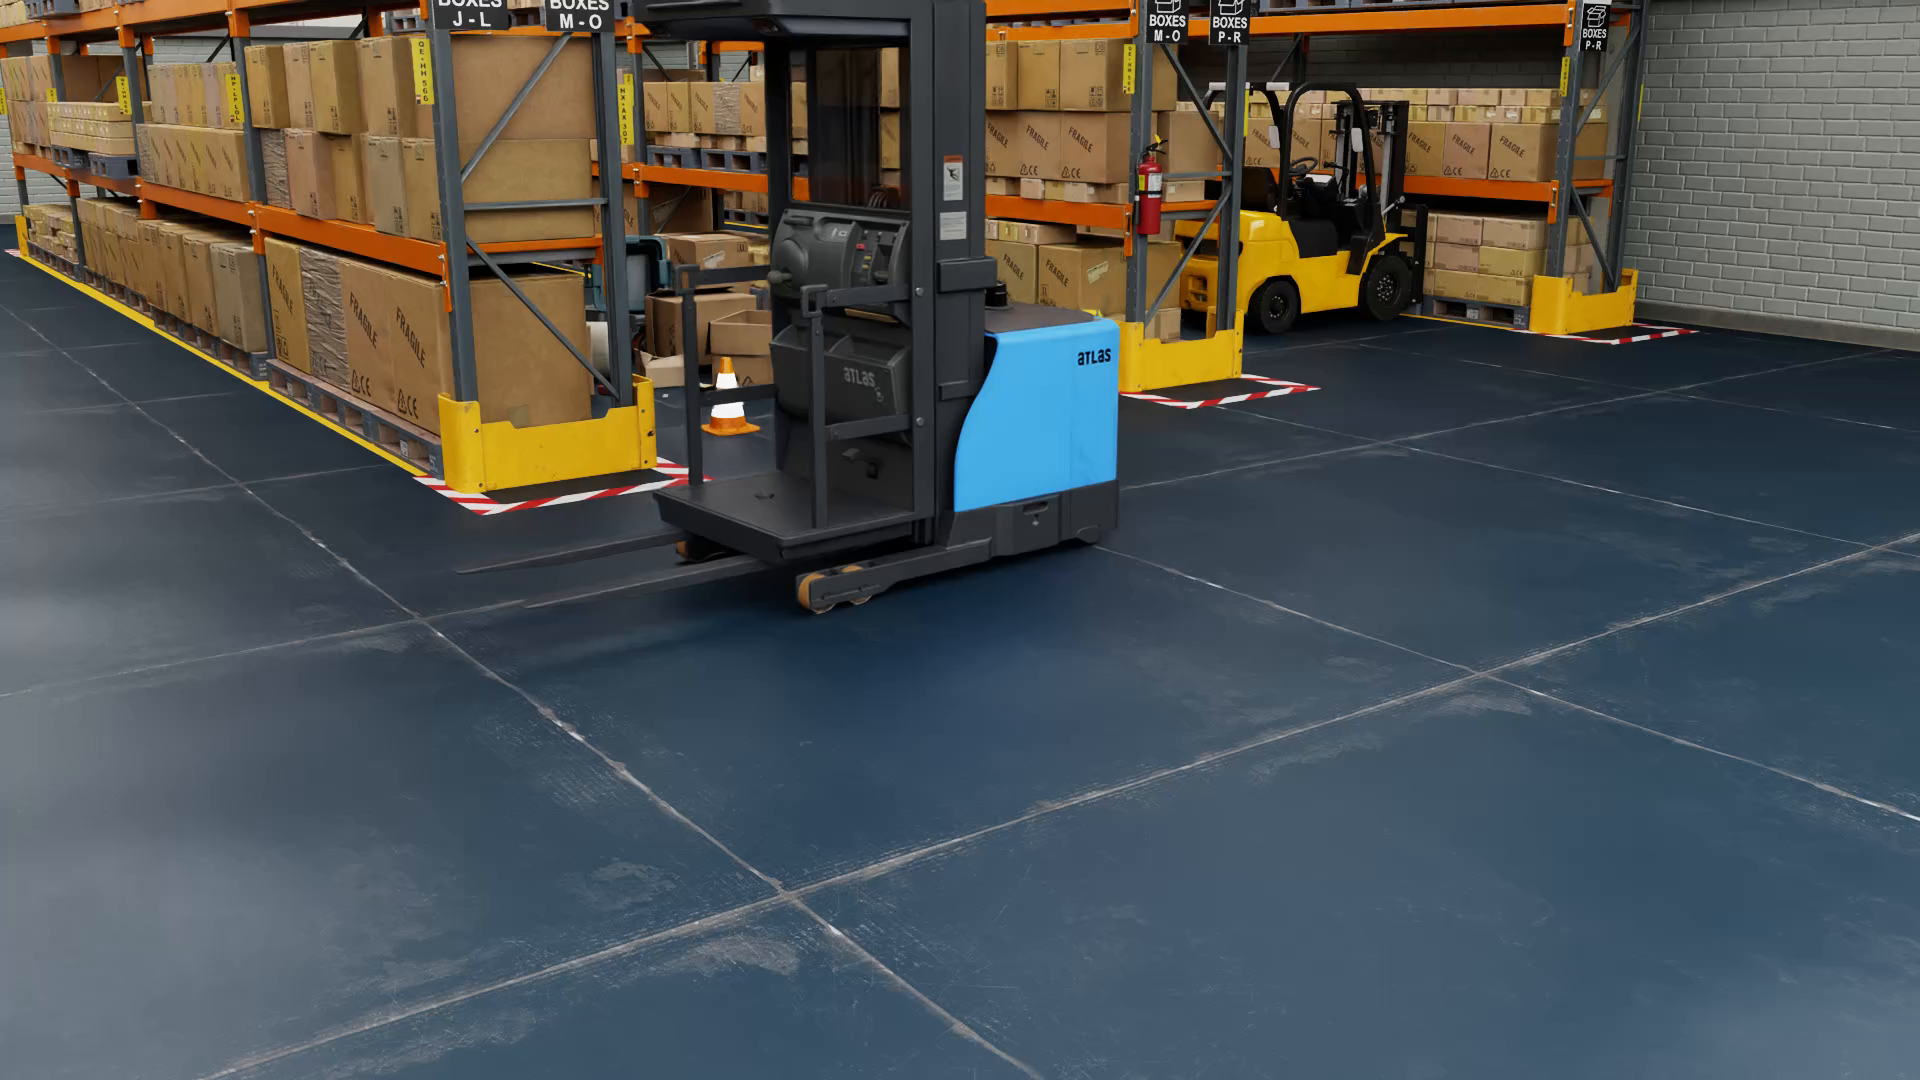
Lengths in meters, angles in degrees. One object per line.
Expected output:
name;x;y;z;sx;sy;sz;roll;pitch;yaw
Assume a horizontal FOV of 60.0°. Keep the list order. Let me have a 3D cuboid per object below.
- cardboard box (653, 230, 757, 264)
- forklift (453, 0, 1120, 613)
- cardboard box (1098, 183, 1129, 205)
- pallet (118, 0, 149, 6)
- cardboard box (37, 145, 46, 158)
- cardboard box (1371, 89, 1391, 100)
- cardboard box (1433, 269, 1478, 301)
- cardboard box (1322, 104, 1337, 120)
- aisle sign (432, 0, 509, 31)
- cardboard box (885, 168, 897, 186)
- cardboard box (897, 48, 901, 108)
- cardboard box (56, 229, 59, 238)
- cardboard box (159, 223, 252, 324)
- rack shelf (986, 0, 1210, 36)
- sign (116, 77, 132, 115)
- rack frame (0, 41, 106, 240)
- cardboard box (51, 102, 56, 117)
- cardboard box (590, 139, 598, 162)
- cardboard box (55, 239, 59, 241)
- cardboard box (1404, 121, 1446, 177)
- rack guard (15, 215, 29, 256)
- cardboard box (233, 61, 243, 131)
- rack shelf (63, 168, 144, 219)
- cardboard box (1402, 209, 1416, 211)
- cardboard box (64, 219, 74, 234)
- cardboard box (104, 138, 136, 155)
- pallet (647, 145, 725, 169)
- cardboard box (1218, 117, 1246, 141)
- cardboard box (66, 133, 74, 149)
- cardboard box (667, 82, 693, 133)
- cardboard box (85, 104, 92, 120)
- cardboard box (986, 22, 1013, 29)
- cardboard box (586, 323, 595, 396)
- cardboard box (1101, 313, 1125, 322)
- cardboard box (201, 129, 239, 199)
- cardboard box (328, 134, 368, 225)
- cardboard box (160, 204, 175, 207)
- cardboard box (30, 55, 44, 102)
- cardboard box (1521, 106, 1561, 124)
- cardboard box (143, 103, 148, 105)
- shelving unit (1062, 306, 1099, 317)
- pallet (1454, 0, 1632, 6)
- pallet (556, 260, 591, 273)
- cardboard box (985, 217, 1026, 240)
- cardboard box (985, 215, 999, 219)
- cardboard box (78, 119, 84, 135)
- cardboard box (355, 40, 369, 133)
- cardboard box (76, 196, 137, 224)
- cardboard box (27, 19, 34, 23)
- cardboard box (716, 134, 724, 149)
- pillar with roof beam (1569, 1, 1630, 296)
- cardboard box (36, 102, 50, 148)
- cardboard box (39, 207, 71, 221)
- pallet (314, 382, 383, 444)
cardboard box;-2.753;-3.133;18.025;0.950;0.372;0.625;-12;20;-38
forklift;-0.693;-1.263;7.139;3.031;2.935;1.130;-12;20;-38
cardboard box;1.234;-2.538;12.142;0.380;0.149;0.250;-10;18;-33
pallet;-6.600;-4.757;14.450;1.213;0.211;1.003;-10;18;-32
cardboard box;-10.708;-4.611;19.716;0.380;0.149;0.250;-10;18;-33
cardboard box;4.217;-4.315;16.177;0.380;0.149;0.250;-11;19;-34
cardboard box;4.823;-2.419;15.644;0.500;0.250;0.500;-11;19;-35
cardboard box;3.829;-4.263;16.551;0.380;0.149;0.250;-11;19;-35
aisle sign;-2.519;-3.014;8.483;0.394;0.787;0.004;-11;19;-35
cardboard box;-0.428;-3.130;14.307;0.380;0.149;0.250;-11;19;-35
cardboard box;-0.086;-3.789;13.590;0.700;0.500;0.500;-11;19;-36
cardboard box;-10.532;-3.664;19.824;0.380;0.149;0.250;-12;19;-37
cardboard box;-6.220;-2.318;14.329;1.050;0.750;0.750;-11;19;-34
rack shelf;0.451;-4.139;13.197;1.077;0.370;4.000;-11;19;-35
sign;-7.455;-3.965;14.836;0.100;0.325;0.005;-11;19;-35
rack frame;-11.726;-5.239;21.535;1.000;3.000;0.127;-11;19;-35
cardboard box;-9.345;-4.539;17.531;0.380;0.149;0.250;-10;18;-33
cardboard box;-3.898;-4.422;18.836;0.500;0.250;0.500;-10;18;-34
cardboard box;-10.588;-3.530;19.897;0.380;0.149;0.250;-10;18;-33
cardboard box;4.538;-3.718;15.787;0.500;0.500;0.500;-11;19;-36
rack guard;-11.681;-4.017;21.806;1.175;0.500;0.348;-11;19;-35
cardboard box;-4.967;-3.312;12.412;0.700;0.500;0.500;-11;19;-35
rack shelf;-8.198;-3.611;16.949;1.077;0.370;4.000;-11;19;-35
cardboard box;4.215;-3.116;16.297;0.500;0.250;0.500;-11;19;-36
cardboard box;-9.976;-3.583;18.963;0.380;0.149;0.250;-11;19;-34
cardboard box;-7.684;-3.646;15.395;0.380;0.149;0.250;-10;18;-34
pallet;-2.572;-4.092;17.709;1.213;0.211;1.003;-11;19;-35
cardboard box;2.792;-4.472;18.069;0.500;0.250;0.500;-11;19;-36
cardboard box;-8.906;-4.090;17.019;0.380;0.149;0.250;-12;19;-37
cardboard box;-2.688;-4.473;17.187;0.500;0.500;0.500;-10;18;-32
cardboard box;-8.141;-4.099;15.923;0.380;0.149;0.250;-10;18;-33
cardboard box;0.437;-6.538;20.884;0.500;0.250;0.500;-12;19;-36
cardboard box;-2.927;-1.300;11.873;0.500;0.500;0.500;-7;17;-25
cardboard box;0.919;-1.624;12.742;0.500;0.250;0.500;-11;19;-35
cardboard box;-5.490;-2.902;12.809;0.500;0.500;0.500;-11;19;-35
cardboard box;-3.487;-2.327;10.611;0.875;0.550;0.500;-11;19;-35
cardboard box;-7.810;-3.290;16.933;0.500;0.250;0.500;-11;19;-34
cardboard box;-10.177;-5.227;18.843;0.500;0.500;0.500;-12;19;-36
cardboard box;5.209;-3.775;14.769;0.380;0.149;0.250;-11;19;-34
cardboard box;-8.055;-4.362;16.884;0.380;0.149;0.250;-11;19;-35
shelving unit;0.534;-0.642;8.431;0.215;1.050;0.252;-13;20;-39
pallet;5.245;-4.943;14.938;1.003;0.211;1.213;-11;19;-35
pallet;-4.193;-3.416;20.157;1.003;0.211;1.213;-11;19;-35
cardboard box;0.376;-2.472;13.191;0.380;0.149;0.250;-10;18;-32
cardboard box;0.513;-4.146;21.480;0.500;0.500;0.500;-10;18;-33
cardboard box;-8.441;-4.065;16.364;0.380;0.149;0.250;-10;18;-33
cardboard box;-3.122;-2.744;10.092;0.875;0.550;0.550;-11;19;-35
cardboard box;-9.153;-3.544;17.863;0.500;0.250;0.500;-12;19;-37
cardboard box;-10.165;-5.930;18.664;0.500;0.250;0.500;-11;19;-35
cardboard box;-2.226;-4.017;16.751;0.380;0.149;0.250;-10;18;-32
pillar with roof beam;2.477;-5.897;12.577;9.100;9.000;0.400;-11;19;-35
cardboard box;-10.191;-4.747;18.985;0.500;0.500;0.500;-11;19;-36
cardboard box;-11.176;-4.035;20.613;0.380;0.149;0.250;-12;19;-37
pallet;-3.565;-0.896;10.951;1.003;0.211;1.213;-11;19;-35
